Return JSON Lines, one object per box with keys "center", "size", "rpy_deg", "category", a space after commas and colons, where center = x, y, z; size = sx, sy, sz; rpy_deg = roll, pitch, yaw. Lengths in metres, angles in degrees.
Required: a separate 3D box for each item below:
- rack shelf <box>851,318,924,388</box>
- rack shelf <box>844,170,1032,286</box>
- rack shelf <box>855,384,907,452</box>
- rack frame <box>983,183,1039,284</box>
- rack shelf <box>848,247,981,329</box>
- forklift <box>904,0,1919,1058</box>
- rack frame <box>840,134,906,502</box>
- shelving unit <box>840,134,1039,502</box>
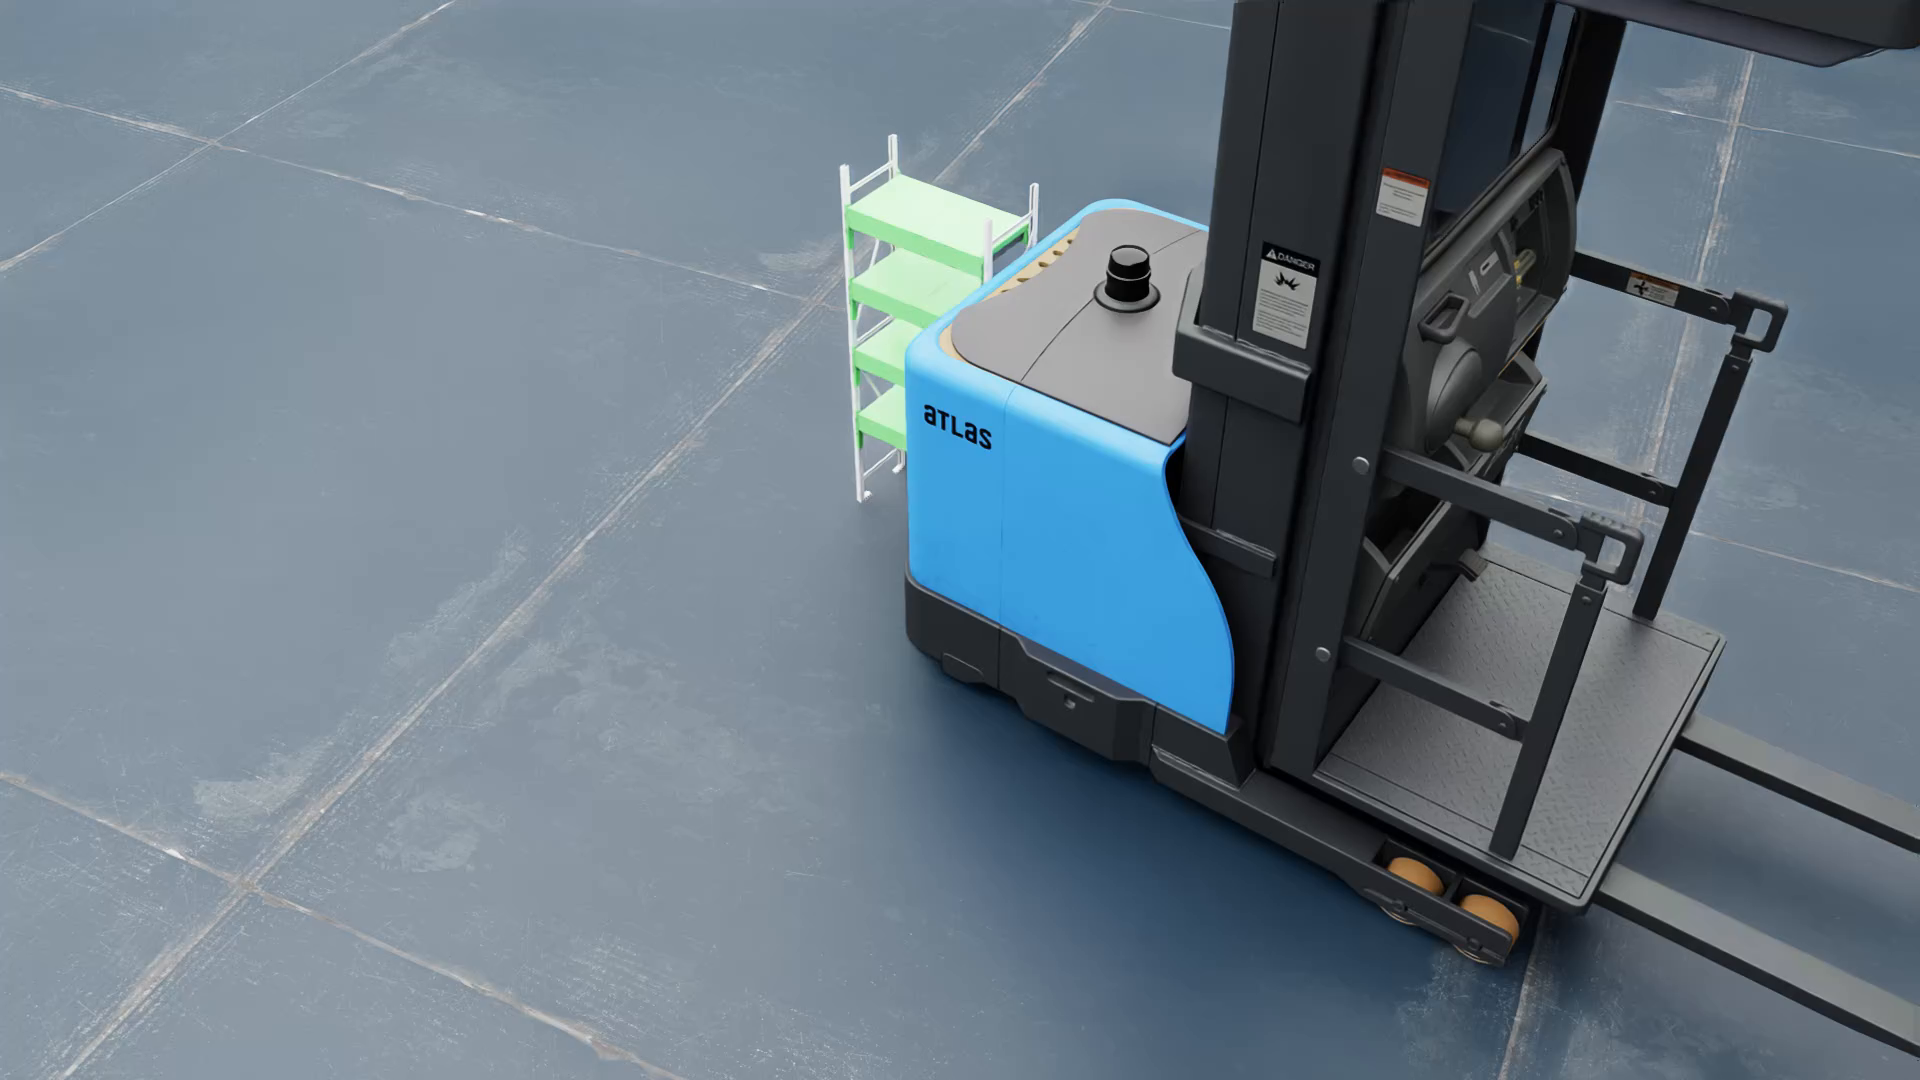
{"center": [-0.059, -0.500, 5.008], "size": [0.480, 0.148, 0.258], "rpy_deg": [25, 47, 26], "category": "rack shelf"}
{"center": [-0.059, -0.863, 4.694], "size": [0.480, 0.148, 0.258], "rpy_deg": [25, 47, 26], "category": "rack shelf"}
{"center": [-0.059, -0.319, 5.166], "size": [0.480, 0.148, 0.258], "rpy_deg": [25, 47, 26], "category": "rack shelf"}
{"center": [0.139, -0.455, 4.859], "size": [0.015, 1.200, 0.240], "rpy_deg": [25, 47, 26], "category": "rack frame"}
{"center": [-0.059, -0.682, 4.851], "size": [0.480, 0.148, 0.258], "rpy_deg": [25, 47, 26], "category": "rack shelf"}
{"center": [1.335, -0.476, 3.561], "size": [3.031, 2.935, 1.130], "rpy_deg": [25, 47, 26], "category": "forklift"}
{"center": [-0.257, -0.642, 5.075], "size": [0.015, 1.200, 0.240], "rpy_deg": [25, 47, 26], "category": "rack frame"}
{"center": [-0.059, -0.548, 4.967], "size": [0.503, 1.200, 0.258], "rpy_deg": [25, 47, 26], "category": "shelving unit"}
